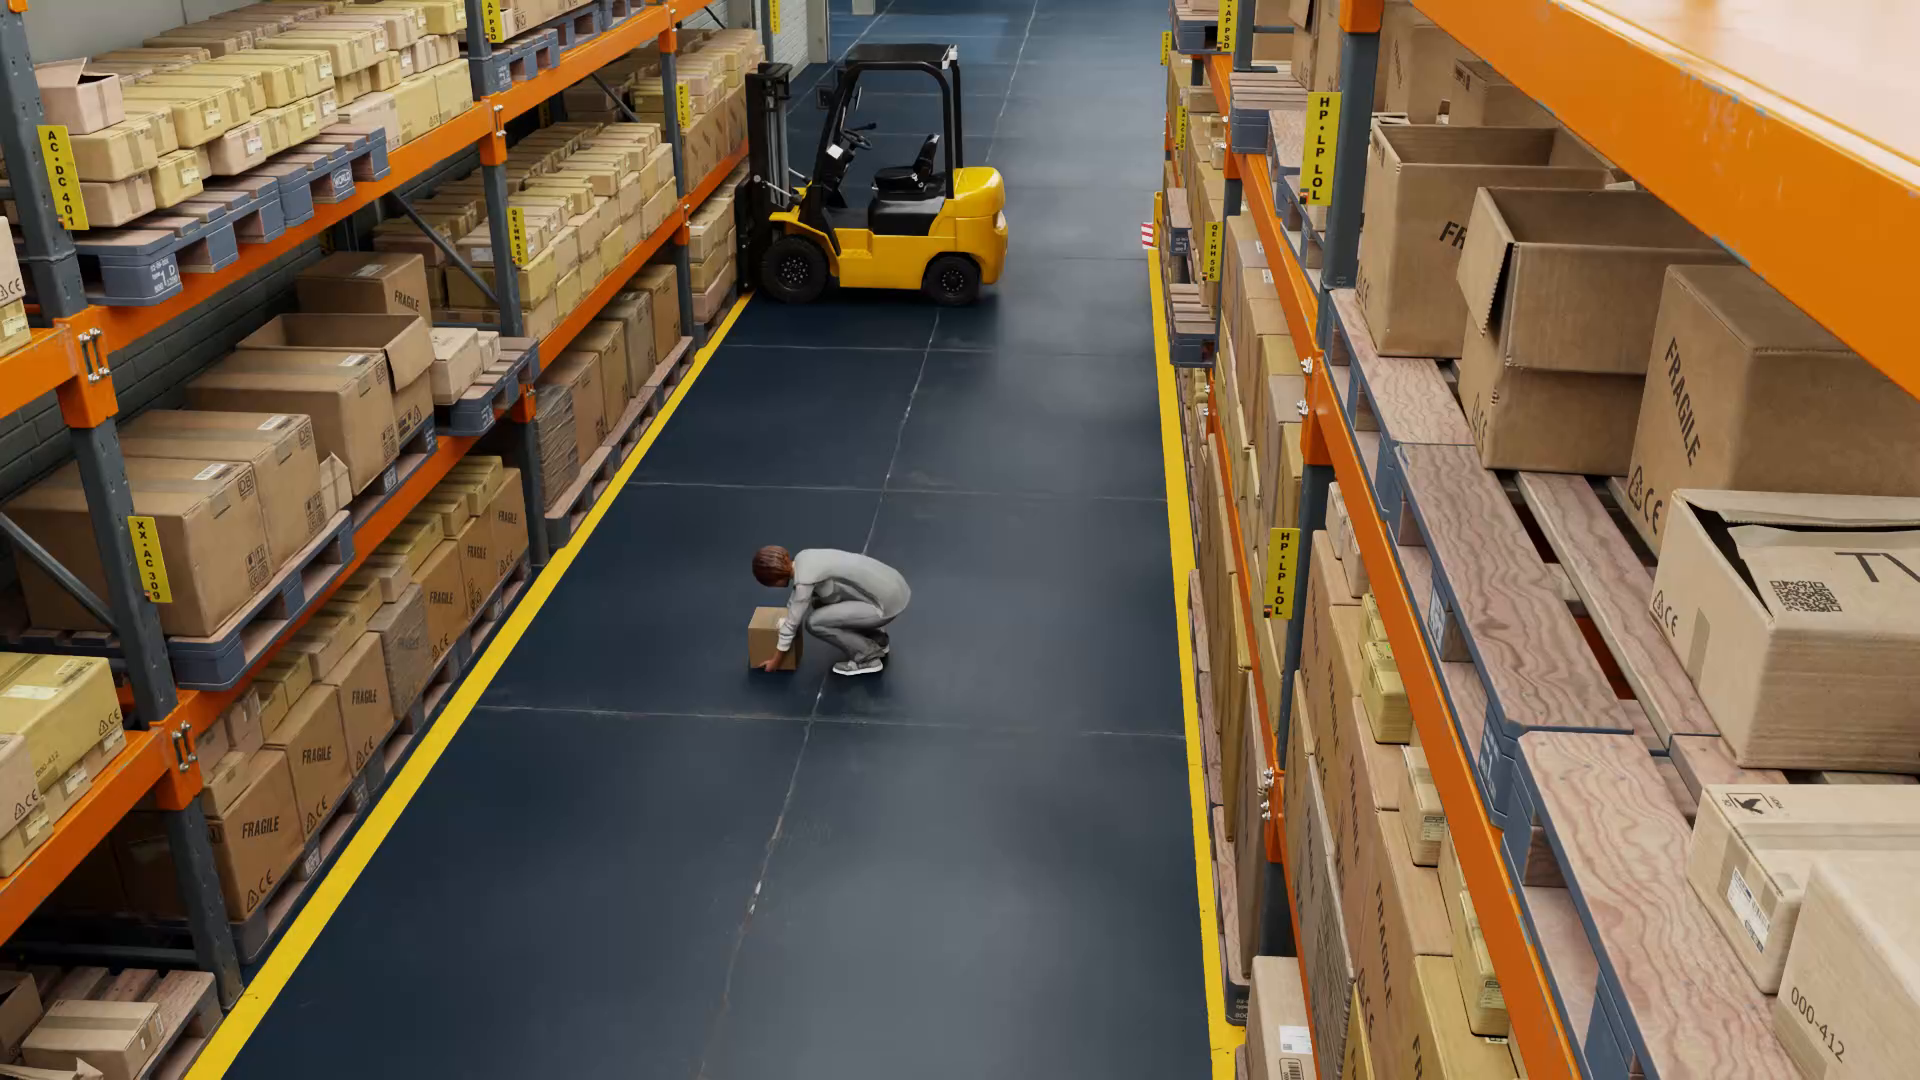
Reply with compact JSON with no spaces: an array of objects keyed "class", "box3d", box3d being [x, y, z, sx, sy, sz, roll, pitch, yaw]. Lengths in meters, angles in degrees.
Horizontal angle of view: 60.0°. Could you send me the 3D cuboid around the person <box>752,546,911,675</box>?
[{"class":"person","box3d":[-0.684,0.380,8.952,0.839,0.756,0.431,2,25,3]}]
